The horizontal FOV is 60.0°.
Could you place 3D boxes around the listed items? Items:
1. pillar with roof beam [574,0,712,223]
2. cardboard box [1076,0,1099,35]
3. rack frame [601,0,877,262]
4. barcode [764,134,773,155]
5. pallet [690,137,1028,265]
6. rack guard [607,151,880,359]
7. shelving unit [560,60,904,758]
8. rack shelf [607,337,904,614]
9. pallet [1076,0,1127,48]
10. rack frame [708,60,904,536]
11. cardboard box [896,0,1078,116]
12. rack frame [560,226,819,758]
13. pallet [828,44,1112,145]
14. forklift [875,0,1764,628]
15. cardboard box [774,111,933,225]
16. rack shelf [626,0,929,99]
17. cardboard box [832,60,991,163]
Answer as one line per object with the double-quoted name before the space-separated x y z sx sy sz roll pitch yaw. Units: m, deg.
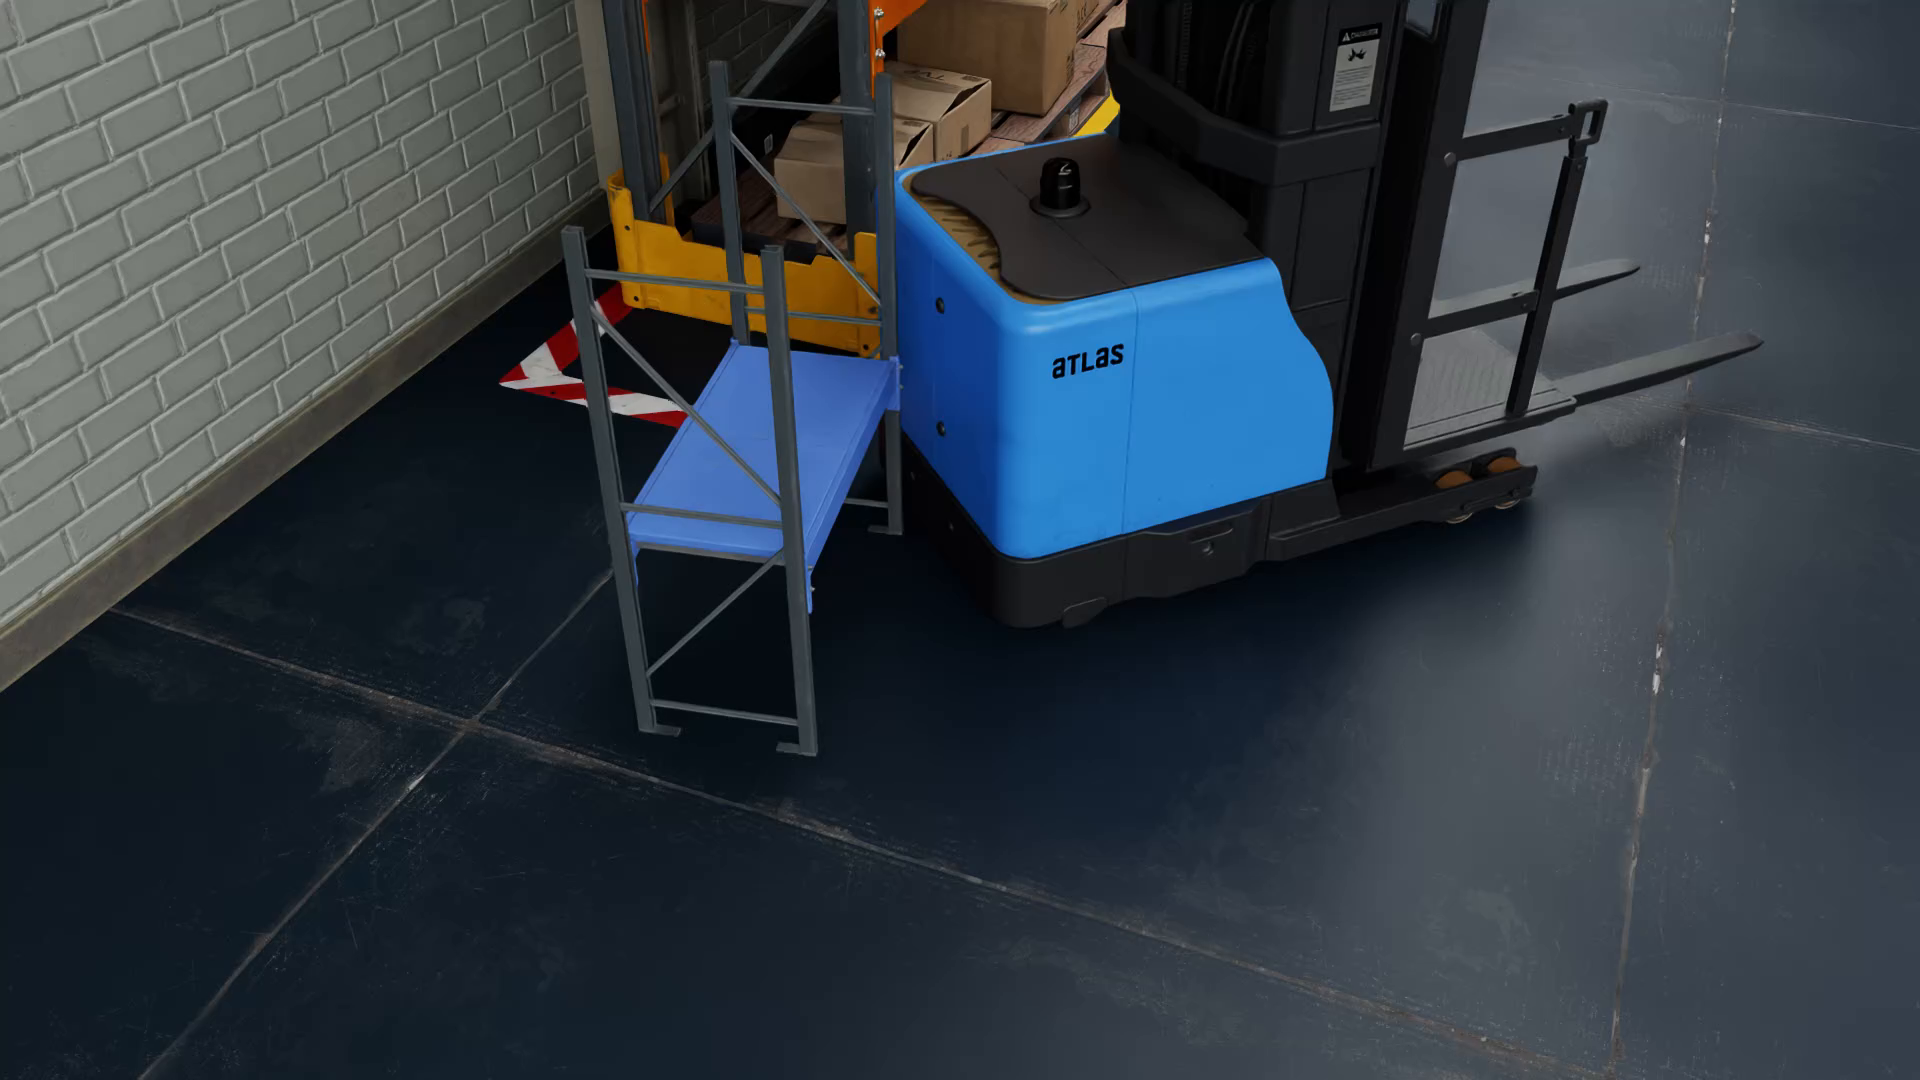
"pillar with roof beam" 2.685 -4.052 3.155 9.100 9.000 0.400 14 39 18
"cardboard box" 0.401 -2.851 8.279 0.500 0.500 0.500 11 38 14
"rack frame" -0.763 -2.045 5.480 1.000 3.000 0.127 14 39 18
"barcode" -0.779 -1.612 6.771 0.001 0.075 0.075 14 39 18
"pallet" -0.392 -1.412 6.963 1.003 0.211 1.213 14 39 18
"rack guard" -0.734 -1.086 6.285 1.175 0.500 0.348 14 39 18
"shelving unit" -0.529 -0.354 4.470 0.538 1.500 1.048 7 37 9
"rack shelf" -0.529 -0.210 4.578 0.538 0.185 1.000 7 37 9
"pallet" 0.536 -2.763 8.770 1.003 0.211 1.213 14 39 18
"rack frame" -0.427 -0.652 4.869 0.500 1.500 0.032 7 37 9
"cardboard box" 0.126 -2.293 7.533 0.700 0.500 0.500 11 38 15
"rack frame" -0.630 -0.055 4.071 0.500 1.500 0.032 7 37 9
"pallet" 0.074 -2.085 7.863 1.003 0.211 1.213 14 39 18
"forklift" 1.296 -1.500 4.809 3.031 2.935 1.130 -15 39 -19
"cardboard box" -0.416 -1.507 6.639 0.500 0.311 0.500 10 38 13
"rack shelf" -0.002 -2.864 7.177 1.077 0.370 4.000 14 39 18
"cardboard box" -0.199 -1.822 7.061 0.500 0.311 0.500 17 40 21
